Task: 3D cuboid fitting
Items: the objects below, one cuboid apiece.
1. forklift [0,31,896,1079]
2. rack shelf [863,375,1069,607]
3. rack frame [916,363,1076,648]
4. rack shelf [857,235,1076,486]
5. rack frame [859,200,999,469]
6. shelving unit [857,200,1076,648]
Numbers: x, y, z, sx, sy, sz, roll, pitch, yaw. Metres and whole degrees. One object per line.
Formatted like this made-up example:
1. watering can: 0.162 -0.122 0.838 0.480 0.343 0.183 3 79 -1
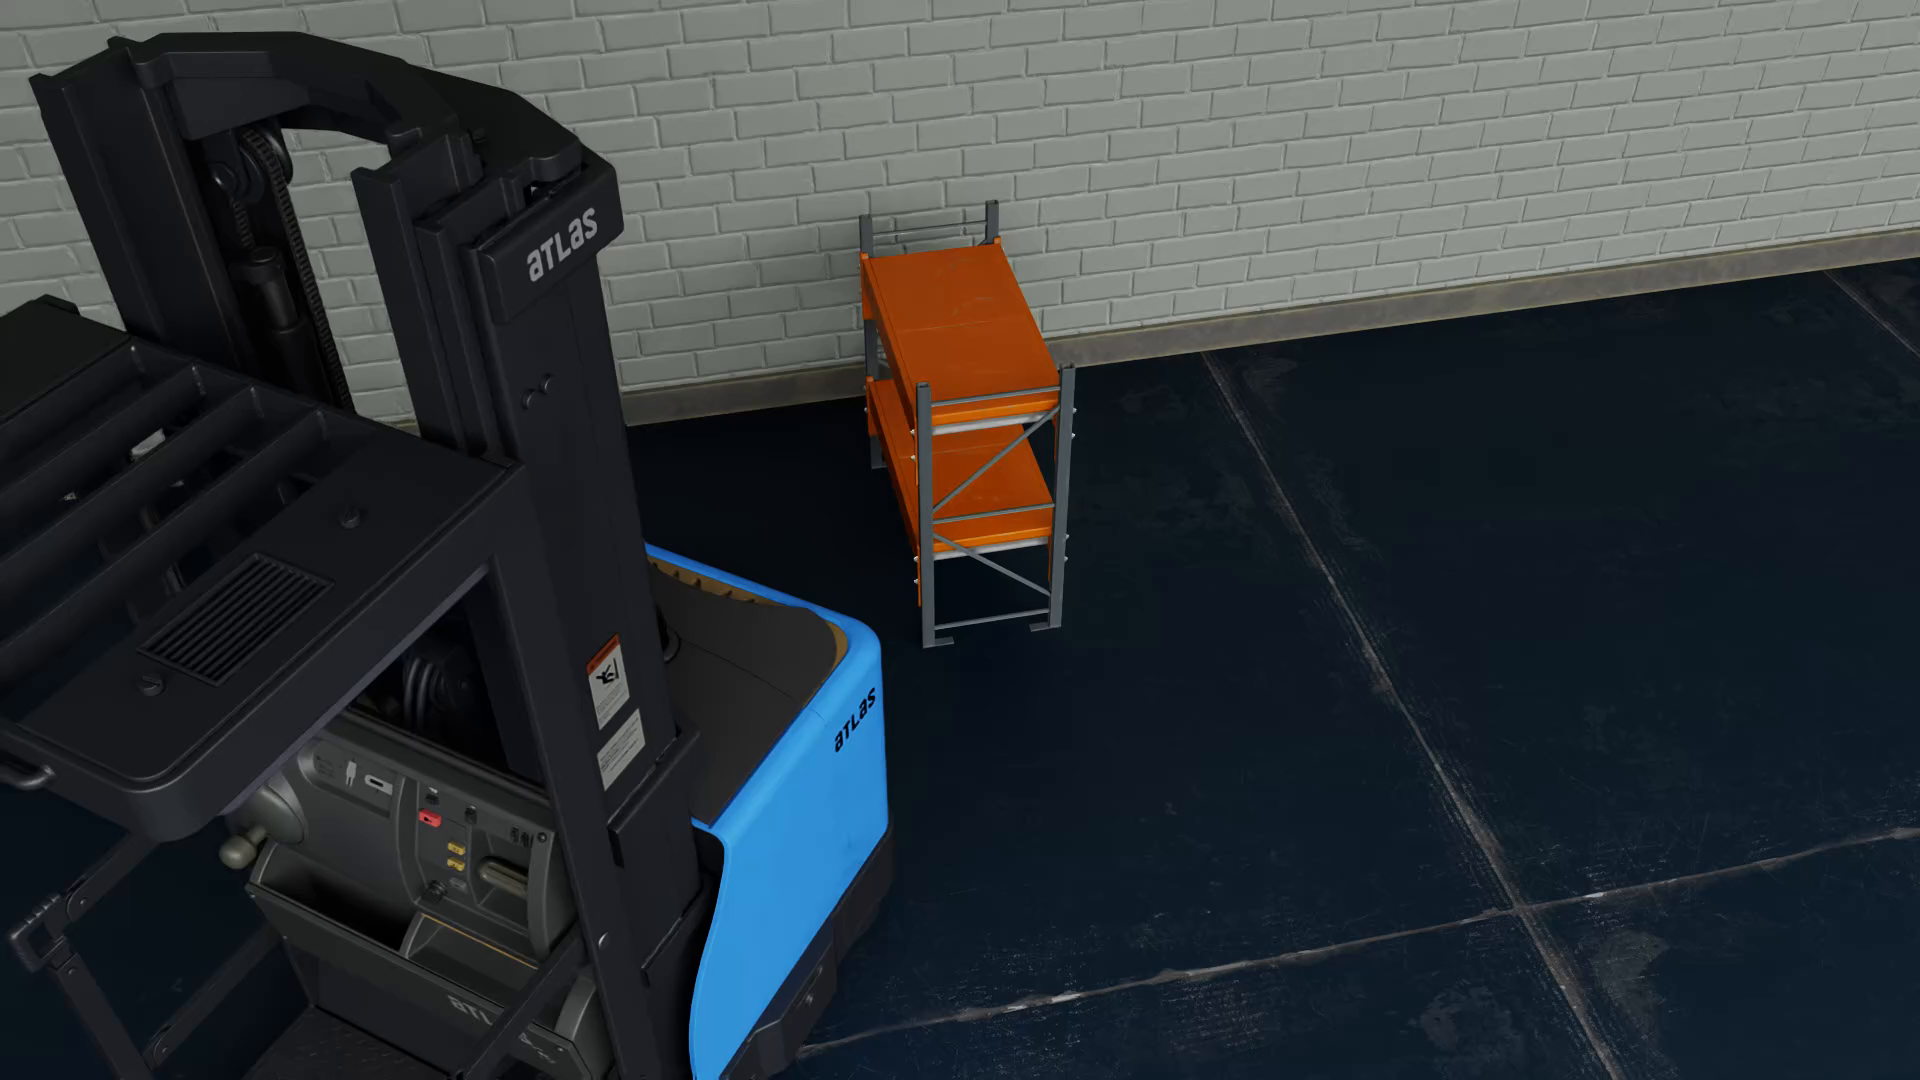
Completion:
1. forklift: -1.310 0.665 3.293 1.130 2.935 3.031 19 45 20
2. rack shelf: 0.001 -0.233 6.034 0.538 0.278 1.000 -8 42 -9
3. rack frame: 0.111 -0.087 5.500 0.500 1.125 0.032 -8 42 -9
4. rack shelf: 0.001 -0.635 5.677 0.538 0.278 1.000 -8 42 -9
5. rack frame: -0.108 -0.746 6.243 0.500 1.125 0.032 -8 42 -9
6. shelving unit: 0.001 -0.416 5.872 0.538 1.125 1.048 -8 42 -9
